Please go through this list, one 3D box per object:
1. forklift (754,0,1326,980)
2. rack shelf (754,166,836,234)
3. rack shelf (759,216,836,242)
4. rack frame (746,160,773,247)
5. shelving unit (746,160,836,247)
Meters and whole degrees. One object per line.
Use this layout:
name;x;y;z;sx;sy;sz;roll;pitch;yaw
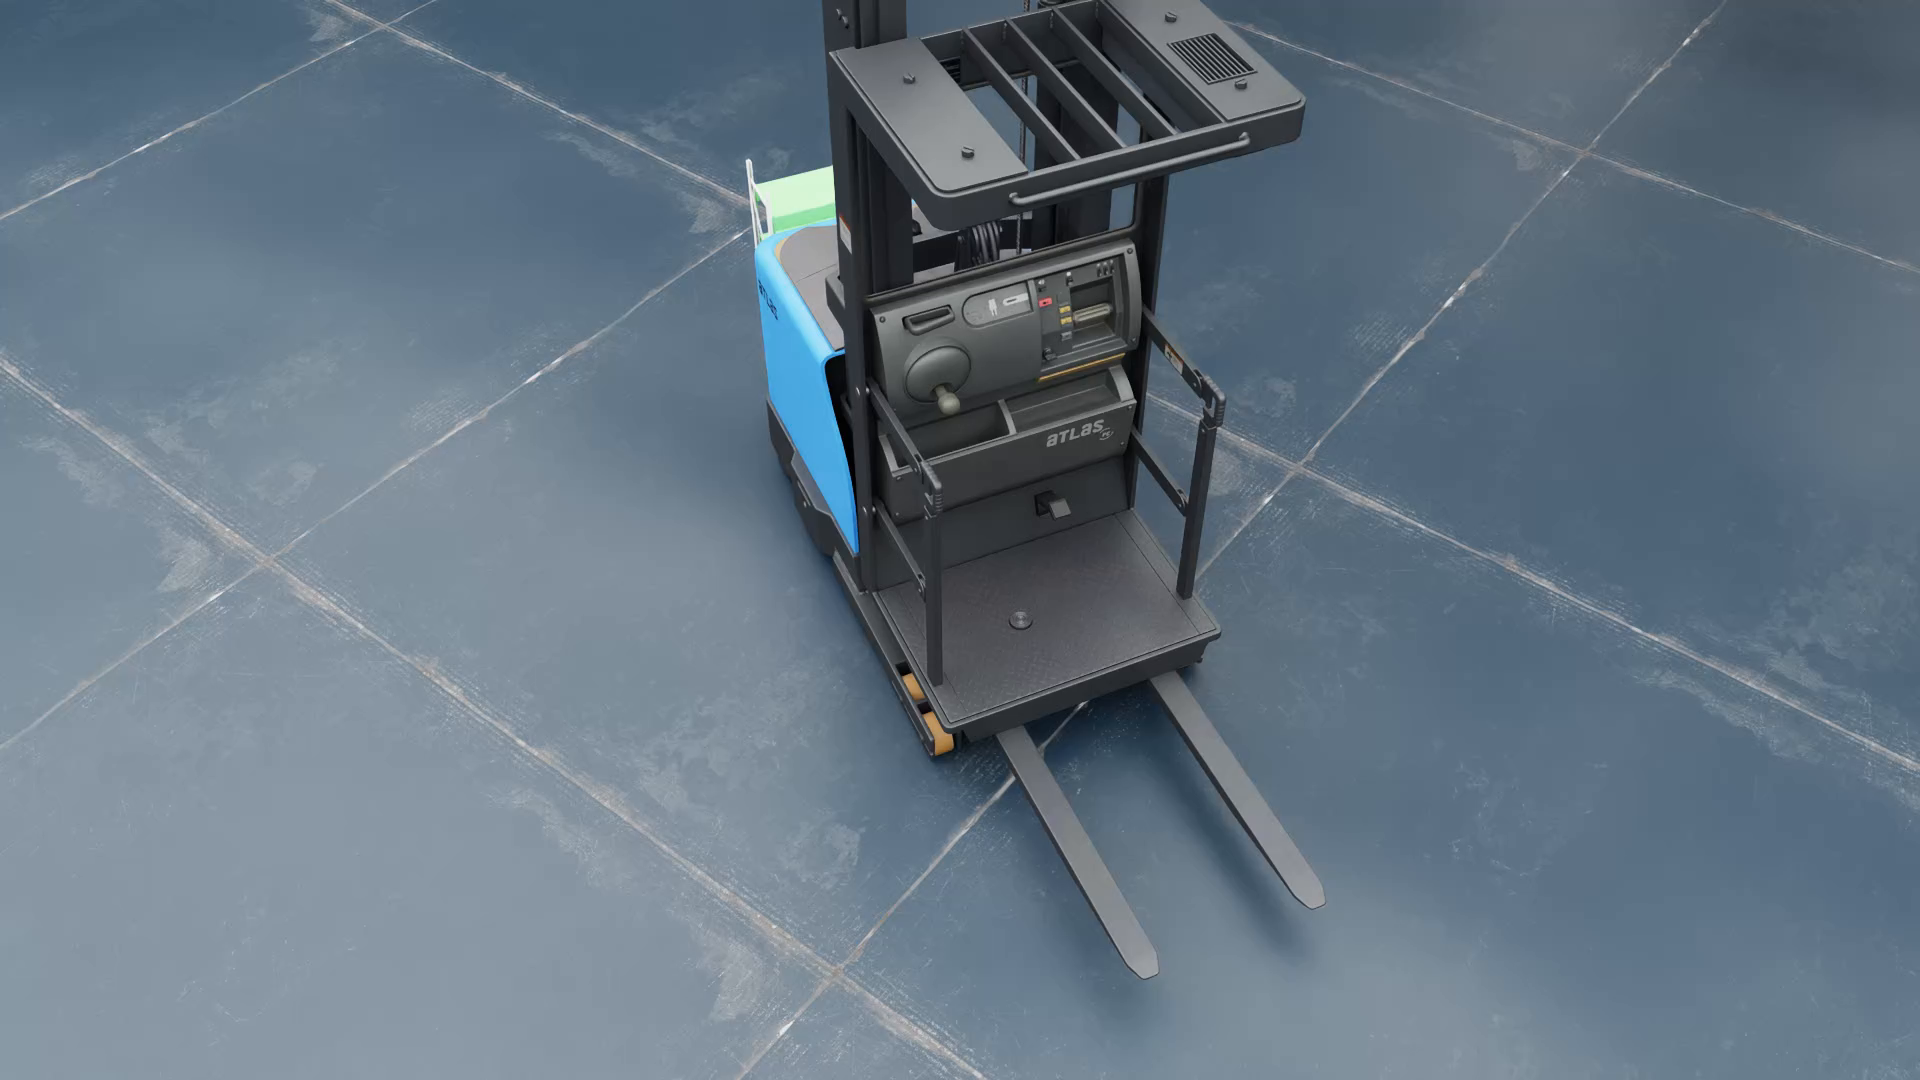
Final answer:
forklift;0.256;-0.596;5.293;1.130;2.935;3.031;-18;49;-16
rack shelf;-0.559;-1.352;6.636;0.480;0.148;0.258;-18;49;-16
rack shelf;-0.559;-1.186;6.810;0.480;0.148;0.258;-18;49;-16
rack frame;-0.782;-0.993;6.869;0.015;1.200;0.240;-18;49;-16
shelving unit;-0.559;-1.065;6.937;0.503;1.200;0.258;-18;49;-16
